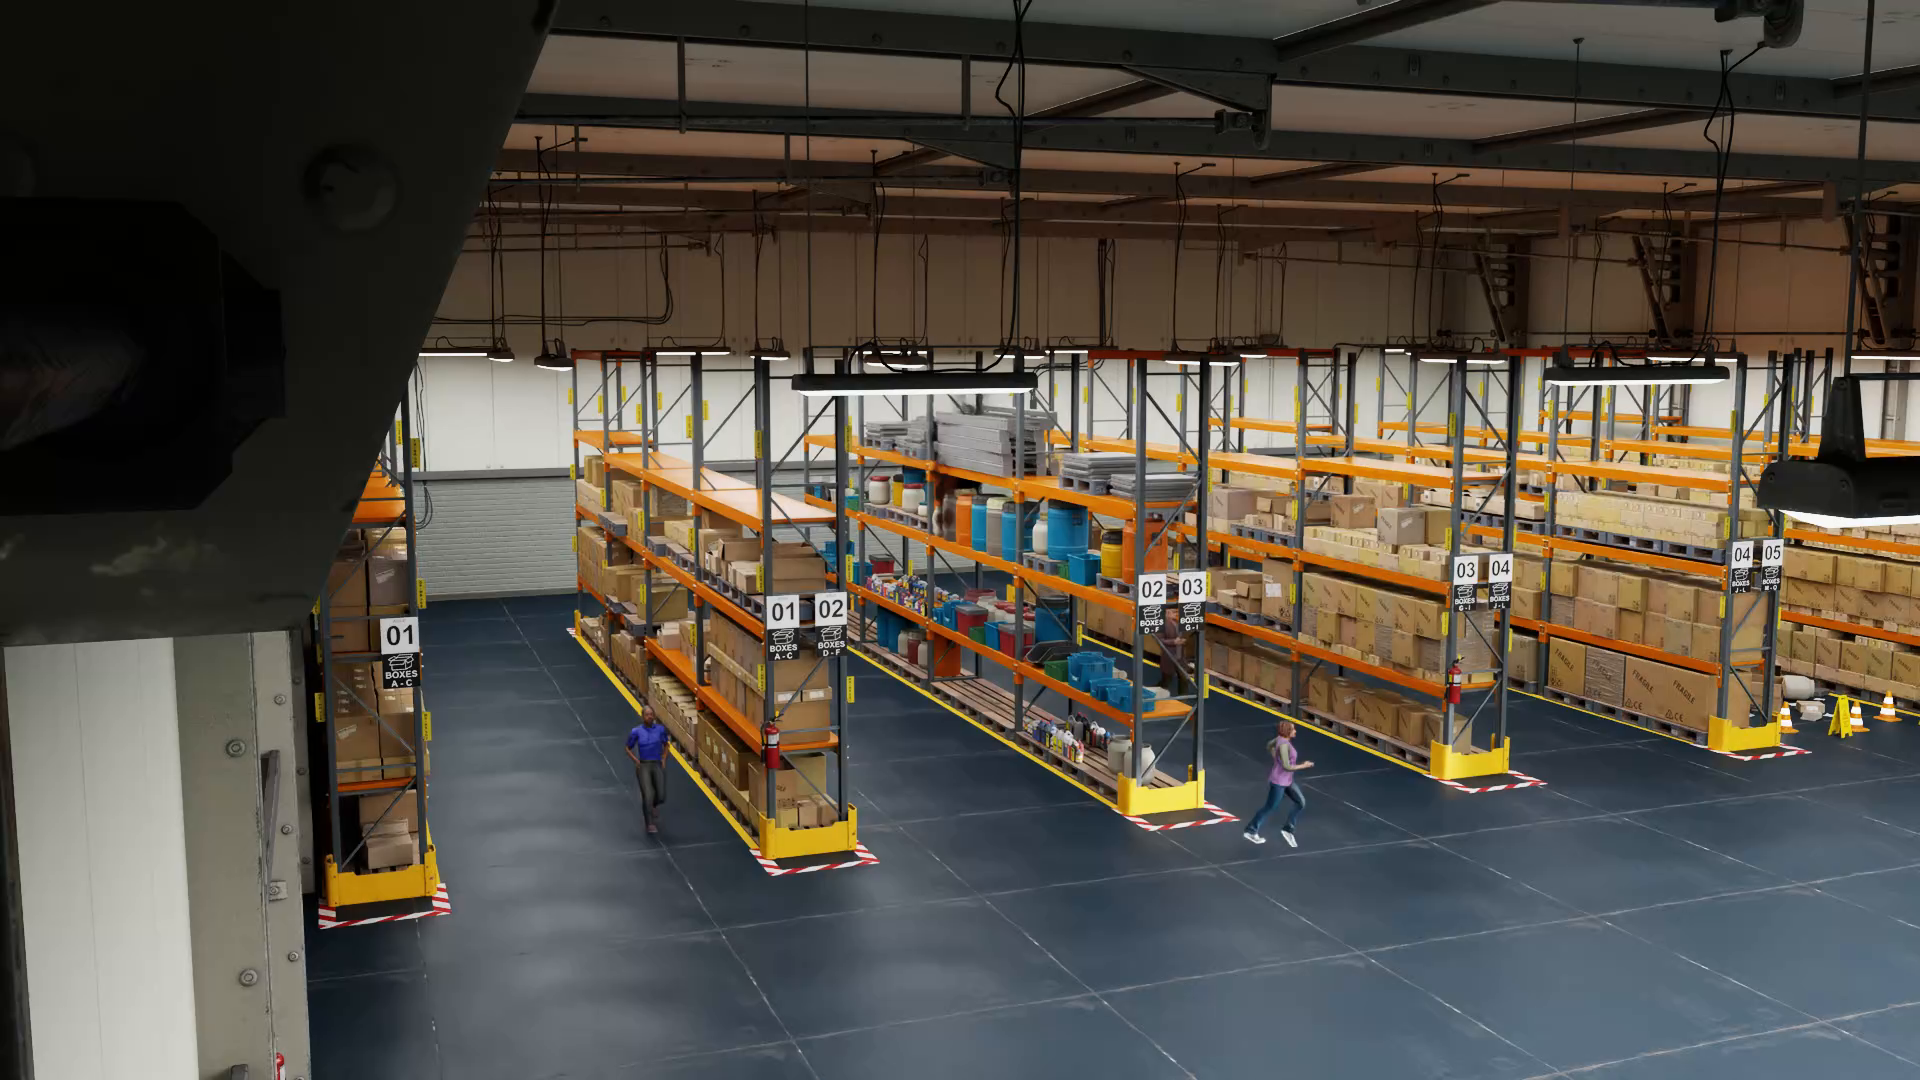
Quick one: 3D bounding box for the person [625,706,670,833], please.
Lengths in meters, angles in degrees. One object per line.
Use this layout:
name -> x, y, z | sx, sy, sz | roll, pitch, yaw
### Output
person -> -3.970, 2.910, 21.210 | 0.574, 1.592, 0.566 | -3, 8, -22

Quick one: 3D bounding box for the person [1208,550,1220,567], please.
person -> 6.366, 0.323, 41.640 | 0.760, 1.753, 0.639 | -4, 8, -29

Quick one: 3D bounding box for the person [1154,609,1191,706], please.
person -> 3.541, 1.988, 27.654 | 0.698, 1.804, 0.935 | -5, 9, -34

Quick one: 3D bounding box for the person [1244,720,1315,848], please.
person -> 3.946, 3.002, 20.490 | 0.825, 1.615, 0.549 | 2, 7, 18
